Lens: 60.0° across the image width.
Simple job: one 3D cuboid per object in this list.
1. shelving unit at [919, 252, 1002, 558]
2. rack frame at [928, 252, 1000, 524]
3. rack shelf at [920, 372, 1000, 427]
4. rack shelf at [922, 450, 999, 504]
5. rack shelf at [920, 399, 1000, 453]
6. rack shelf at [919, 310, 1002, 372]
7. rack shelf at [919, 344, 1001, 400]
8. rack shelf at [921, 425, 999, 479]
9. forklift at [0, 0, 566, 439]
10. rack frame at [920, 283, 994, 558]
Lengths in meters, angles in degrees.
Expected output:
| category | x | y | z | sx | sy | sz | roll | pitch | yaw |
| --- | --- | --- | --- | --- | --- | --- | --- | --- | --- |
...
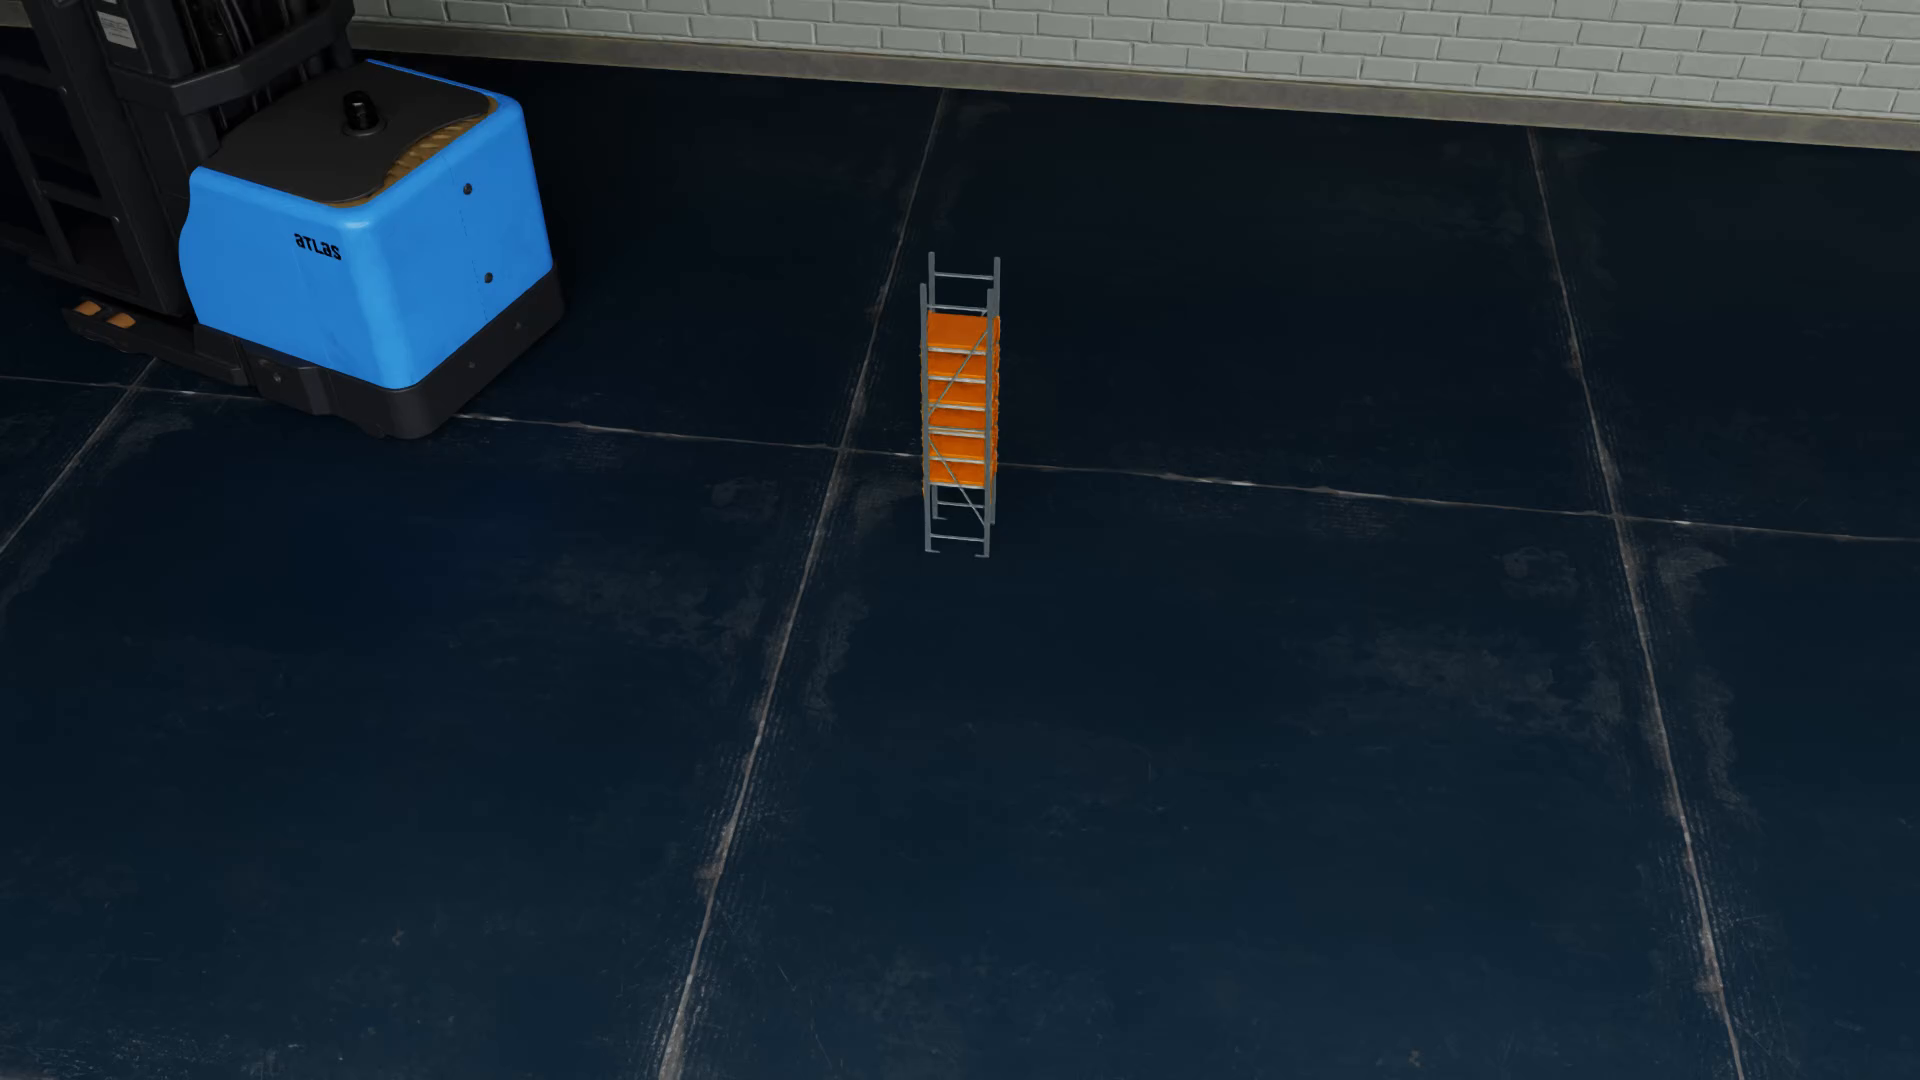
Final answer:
| category | x | y | z | sx | sy | sz | roll | pitch | yaw |
| --- | --- | --- | --- | --- | --- | --- | --- | --- | --- |
| shelving unit | 0.002 | -0.446 | 5.848 | 0.258 | 1.200 | 0.189 | 5 | 44 | 6 |
| rack frame | 0.014 | -0.508 | 5.914 | 0.240 | 1.200 | 0.006 | 5 | 44 | 6 |
| rack shelf | 0.002 | -0.500 | 5.796 | 0.258 | 0.103 | 0.180 | 5 | 44 | 6 |
| rack shelf | 0.002 | -0.239 | 6.043 | 0.258 | 0.103 | 0.180 | 5 | 44 | 6 |
| rack shelf | 0.002 | -0.413 | 5.878 | 0.258 | 0.103 | 0.180 | 5 | 44 | 6 |
| rack shelf | 0.002 | -0.675 | 5.631 | 0.258 | 0.103 | 0.180 | 5 | 44 | 6 |
| rack shelf | 0.002 | -0.588 | 5.713 | 0.258 | 0.103 | 0.180 | 5 | 44 | 6 |
| rack shelf | 0.002 | -0.326 | 5.961 | 0.258 | 0.103 | 0.180 | 5 | 44 | 6 |
| forklift | -3.256 | -2.168 | 6.408 | 3.031 | 2.935 | 1.130 | 19 | 47 | 19 |
| rack frame | -0.010 | -0.383 | 5.782 | 0.240 | 1.200 | 0.006 | 5 | 44 | 6 |
